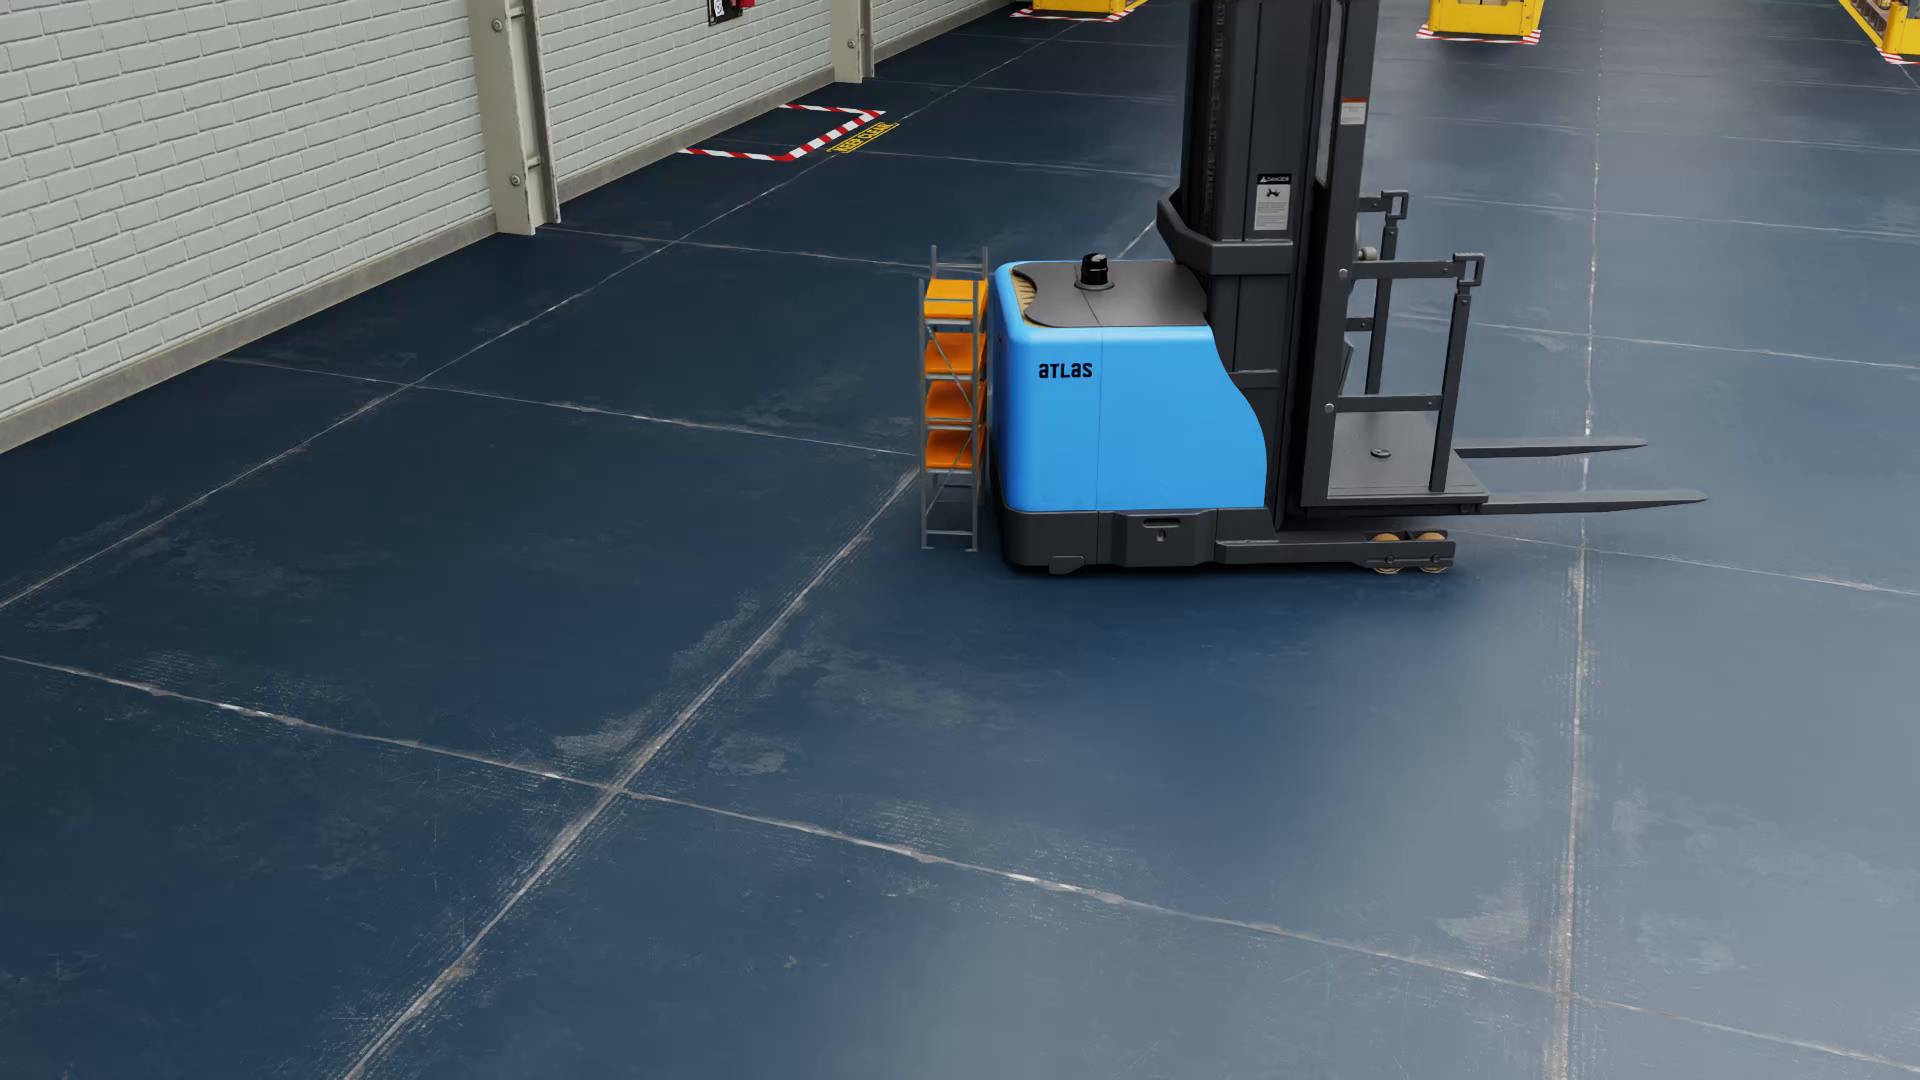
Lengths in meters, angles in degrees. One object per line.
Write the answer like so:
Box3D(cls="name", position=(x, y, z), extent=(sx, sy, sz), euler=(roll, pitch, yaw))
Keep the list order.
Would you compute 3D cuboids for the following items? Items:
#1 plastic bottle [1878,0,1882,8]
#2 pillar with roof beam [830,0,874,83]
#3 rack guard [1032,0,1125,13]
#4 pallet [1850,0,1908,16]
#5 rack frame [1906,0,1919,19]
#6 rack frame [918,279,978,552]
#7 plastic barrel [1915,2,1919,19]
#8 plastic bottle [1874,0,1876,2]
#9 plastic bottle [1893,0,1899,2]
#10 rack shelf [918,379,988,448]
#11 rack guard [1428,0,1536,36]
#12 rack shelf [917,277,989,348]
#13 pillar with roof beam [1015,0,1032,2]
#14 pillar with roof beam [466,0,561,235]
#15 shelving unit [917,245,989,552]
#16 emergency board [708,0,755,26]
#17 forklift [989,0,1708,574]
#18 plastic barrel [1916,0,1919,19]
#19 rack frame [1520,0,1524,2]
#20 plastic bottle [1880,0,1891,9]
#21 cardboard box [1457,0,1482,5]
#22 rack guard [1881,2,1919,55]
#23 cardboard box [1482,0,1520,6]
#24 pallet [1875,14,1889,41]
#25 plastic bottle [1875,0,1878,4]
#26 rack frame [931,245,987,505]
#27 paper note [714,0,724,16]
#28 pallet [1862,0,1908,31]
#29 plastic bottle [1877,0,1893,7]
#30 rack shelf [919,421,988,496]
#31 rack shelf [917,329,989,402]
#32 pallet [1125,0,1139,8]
Box3D(cls="plastic bottle", position=(11.051, -6.517, 19.880), extent=(0.061, 0.283, 0.133), euler=(9, 27, 19))
Box3D(cls="pillar with roof beam", position=(2.970, -8.133, 13.721), extent=(9.100, 9.000, 0.400), euler=(9, 27, 17))
Box3D(cls="rack guard", position=(1.515, -7.015, 21.166), extent=(1.175, 0.500, 0.348), euler=(9, 27, 17))
Box3D(cls="pallet", position=(11.900, -6.791, 21.034), extent=(1.003, 0.211, 1.213), euler=(9, 27, 17))
Box3D(cls="rack frame", position=(10.832, -6.673, 17.589), extent=(1.000, 3.000, 0.127), euler=(9, 27, 17))
Box3D(cls="rack frame", position=(-0.046, -0.497, 6.899), extent=(0.240, 1.200, 0.015), euler=(2, 26, 5))
Box3D(cls="plastic barrel", position=(11.146, -6.229, 19.047), extent=(0.421, 0.512, 0.421), euler=(0, 26, 0))
Box3D(cls="plastic bottle", position=(11.237, -6.722, 20.226), extent=(0.144, 0.351, 0.185), euler=(10, 28, 20))
Box3D(cls="plastic bottle", position=(11.240, -6.551, 19.950), extent=(0.061, 0.283, 0.133), euler=(9, 27, 17))
Box3D(cls="rack shelf", position=(-0.025, -0.542, 7.147), extent=(0.258, 0.148, 0.480), euler=(2, 26, 5))
Box3D(cls="rack guard", position=(6.154, -6.258, 19.600), extent=(1.175, 0.500, 0.348), euler=(9, 27, 17))
Box3D(cls="rack shelf", position=(-0.025, -0.956, 6.946), extent=(0.258, 0.148, 0.480), euler=(2, 26, 5))
Box3D(cls="pillar with roof beam", position=(4.966, -10.598, 18.813), extent=(9.100, 9.000, 0.400), euler=(9, 27, 17))
Box3D(cls="pillar with roof beam", position=(0.973, -5.667, 8.628), extent=(9.100, 9.000, 0.400), euler=(9, 27, 17))
Box3D(cls="shelving unit", position=(-0.025, -0.603, 7.118), extent=(0.258, 1.200, 0.503), euler=(2, 26, 5))
Box3D(cls="emergency board", position=(-1.948, -5.047, 14.231), extent=(0.194, 1.169, 0.643), euler=(9, 27, 17))
Box3D(cls="forklift", position=(1.670, -1.406, 6.791), extent=(3.031, 2.935, 1.130), euler=(-1, 26, -3))
Box3D(cls="plastic barrel", position=(10.979, -6.023, 18.621), extent=(0.421, 0.512, 0.421), euler=(0, 26, 0))
Box3D(cls="rack frame", position=(6.162, -7.392, 19.076), extent=(1.000, 3.000, 0.127), euler=(9, 27, 17))
Box3D(cls="plastic bottle", position=(11.030, -6.429, 19.793), extent=(0.097, 0.201, 0.097), euler=(0, 26, 0))
Box3D(cls="cardboard box", position=(6.062, -6.607, 20.127), extent=(0.500, 0.250, 0.500), euler=(9, 27, 17))
Box3D(cls="rack guard", position=(10.813, -5.586, 18.213), extent=(1.175, 0.500, 0.348), euler=(9, 27, 17))
Box3D(cls="cardboard box", position=(6.550, -6.532, 19.972), extent=(0.500, 0.250, 0.500), euler=(9, 27, 17))
Box3D(cls="pallet", position=(11.088, -5.789, 18.964), extent=(1.003, 0.211, 1.213), euler=(9, 27, 17))
Box3D(cls="plastic bottle", position=(11.186, -6.620, 20.101), extent=(0.152, 0.276, 0.135), euler=(8, 27, 16))
Box3D(cls="rack frame", position=(-0.003, -0.708, 7.336), extent=(0.240, 1.200, 0.015), euler=(2, 26, 5))
Box3D(cls="paper note", position=(-2.072, -4.588, 14.294), extent=(0.016, 0.148, 0.142), euler=(9, 27, 17))
Box3D(cls="pallet", position=(11.496, -6.288, 19.996), extent=(1.003, 0.211, 1.213), euler=(9, 27, 17))
Box3D(cls="plastic bottle", position=(11.139, -6.563, 19.983), extent=(0.152, 0.276, 0.135), euler=(9, 27, 18))
Box3D(cls="rack shelf", position=(-0.025, -0.363, 7.234), extent=(0.258, 0.148, 0.480), euler=(2, 26, 5))
Box3D(cls="rack shelf", position=(-0.025, -0.743, 7.050), extent=(0.258, 0.148, 0.480), euler=(2, 26, 5))
Box3D(cls="pallet", position=(1.819, -7.214, 21.908), extent=(1.003, 0.211, 1.213), euler=(9, 27, 17))
